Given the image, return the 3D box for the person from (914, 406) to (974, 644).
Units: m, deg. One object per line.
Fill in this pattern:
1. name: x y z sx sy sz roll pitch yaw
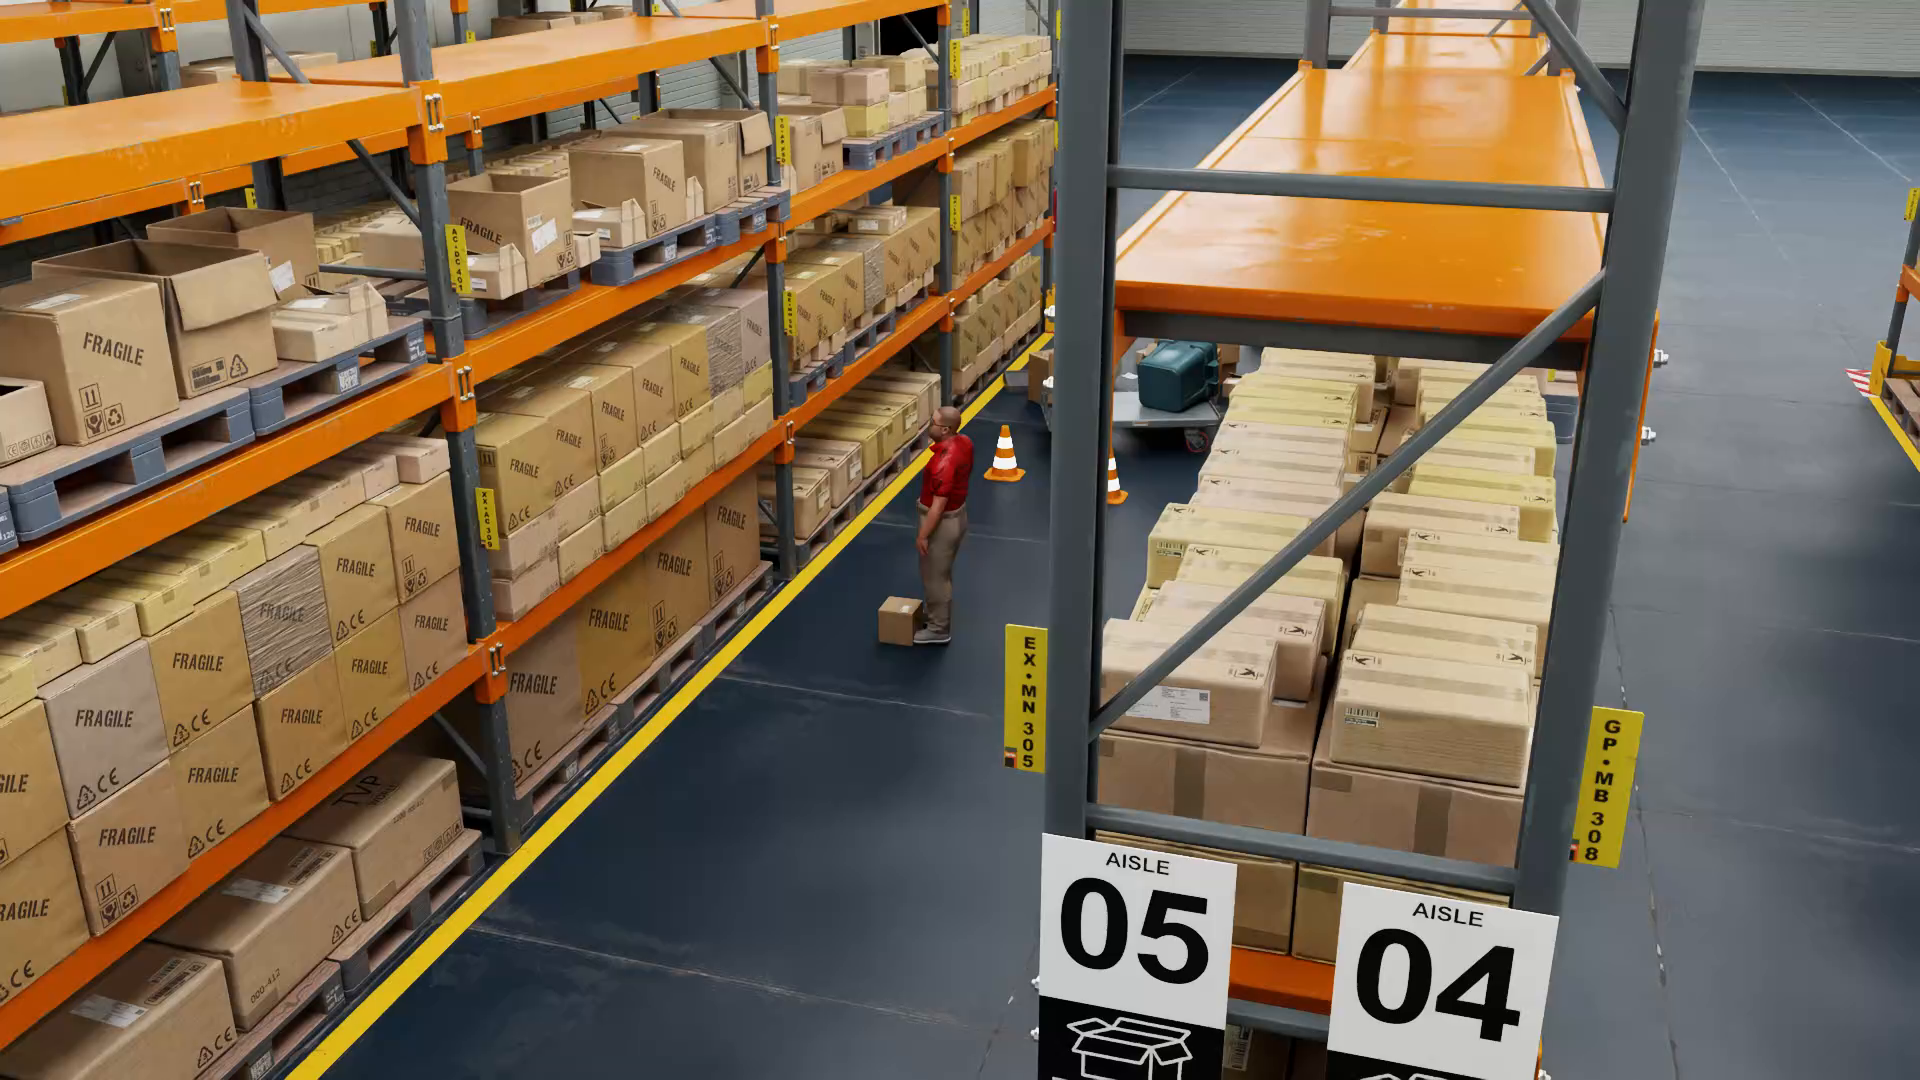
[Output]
1. person: -0.213 -0.112 11.394 0.550 1.727 0.642 6 23 16
